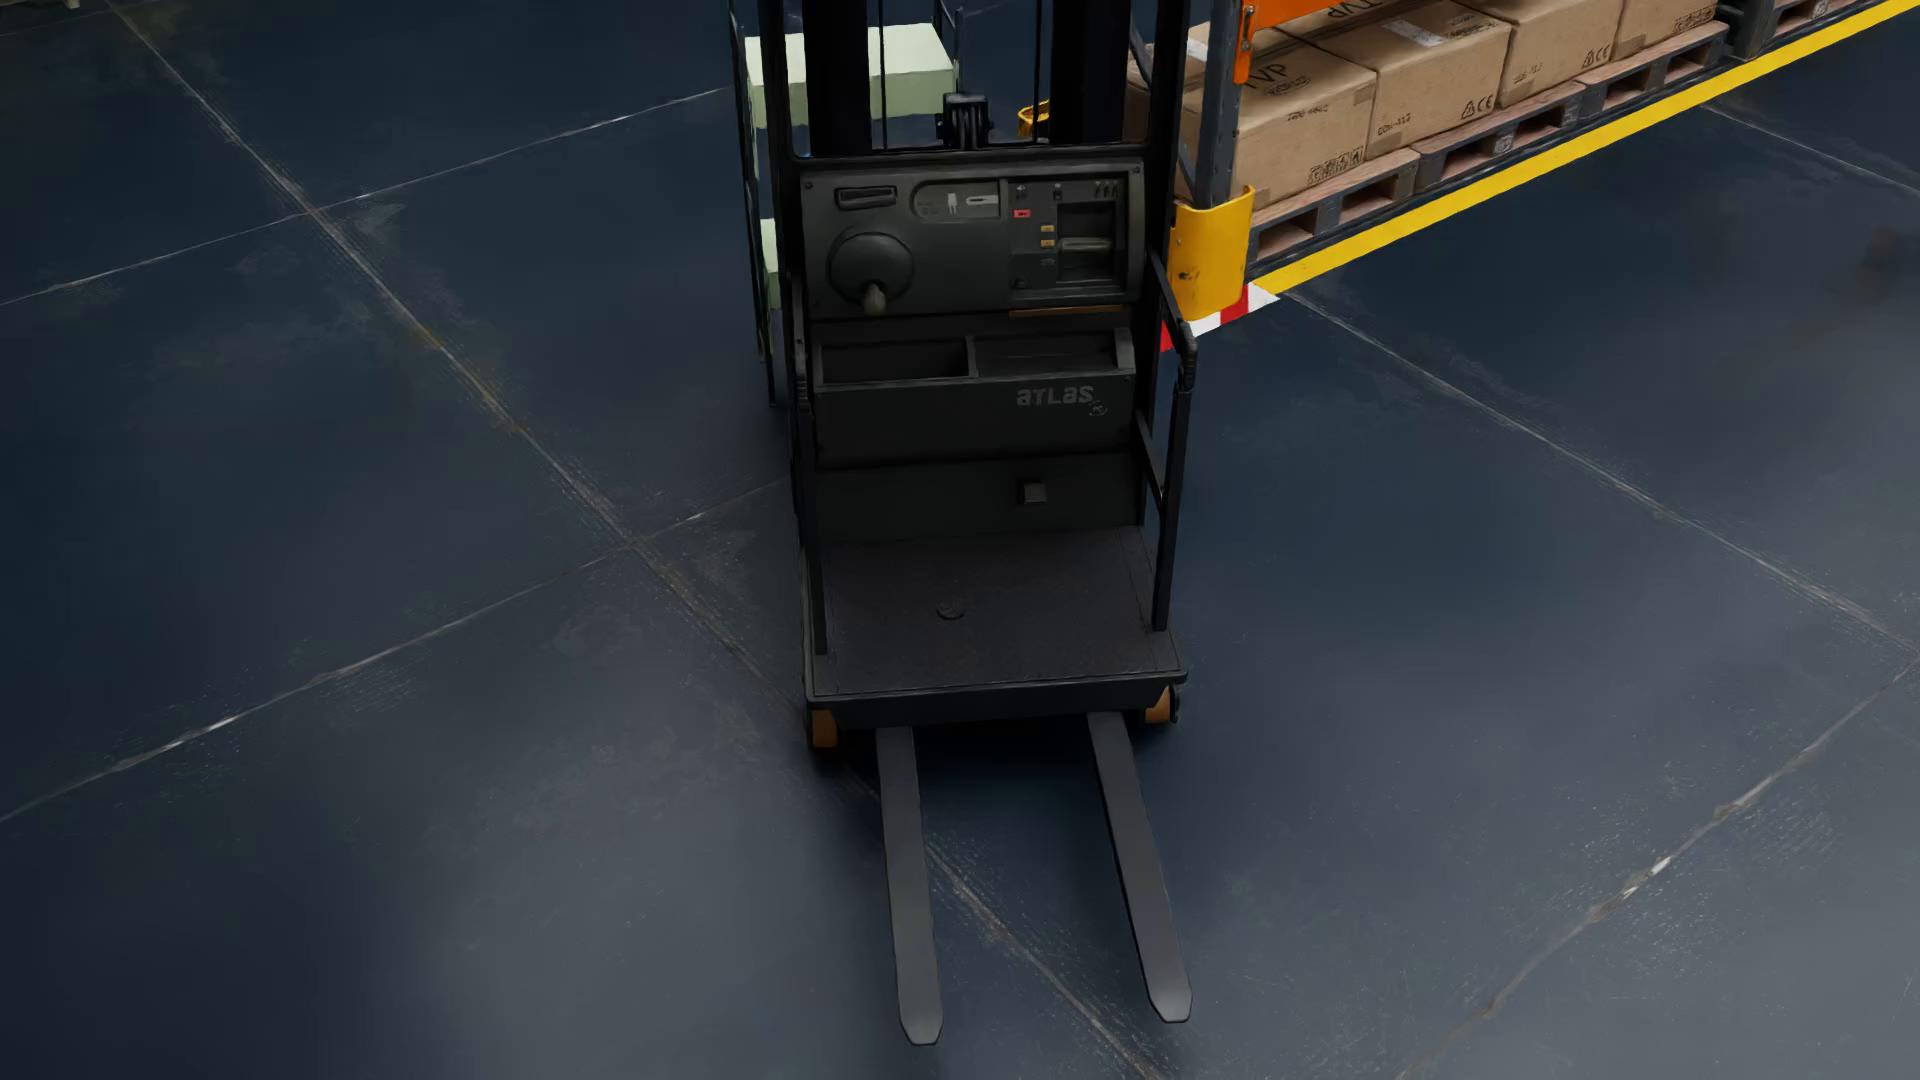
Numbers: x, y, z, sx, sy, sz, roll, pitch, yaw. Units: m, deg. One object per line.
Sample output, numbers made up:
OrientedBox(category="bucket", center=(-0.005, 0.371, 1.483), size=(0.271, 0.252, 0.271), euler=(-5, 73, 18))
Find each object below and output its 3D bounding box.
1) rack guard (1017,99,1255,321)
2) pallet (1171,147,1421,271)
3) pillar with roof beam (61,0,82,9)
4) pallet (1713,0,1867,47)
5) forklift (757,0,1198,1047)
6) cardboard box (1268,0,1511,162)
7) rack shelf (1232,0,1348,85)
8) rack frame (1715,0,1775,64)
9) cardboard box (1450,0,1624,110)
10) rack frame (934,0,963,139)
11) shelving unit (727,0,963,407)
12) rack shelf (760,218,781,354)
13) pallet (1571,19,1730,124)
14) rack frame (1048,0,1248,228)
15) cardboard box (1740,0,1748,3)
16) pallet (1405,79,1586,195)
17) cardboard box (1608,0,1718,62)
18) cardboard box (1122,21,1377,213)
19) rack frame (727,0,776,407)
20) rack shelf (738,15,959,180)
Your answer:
OrientedBox(category="rack guard", center=(0.717, -1.439, 7.109), size=(0.348, 0.500, 1.175), euler=(-26, 46, -28))
OrientedBox(category="pallet", center=(1.323, -1.684, 7.637), size=(1.213, 0.211, 1.003), euler=(-26, 46, -28))
OrientedBox(category="pillar with roof beam", center=(-2.355, -4.475, 4.110), size=(0.400, 9.000, 9.100), euler=(-26, 46, -28))
OrientedBox(category="pallet", center=(4.474, -3.218, 9.506), size=(1.213, 0.211, 1.003), euler=(-26, 46, -28))
OrientedBox(category="forklift", center=(0.063, -0.740, 4.341), size=(1.130, 2.935, 3.031), euler=(-4, 40, -5))
OrientedBox(category="cardboard box", center=(1.919, -2.249, 7.816), size=(0.875, 0.438, 0.875), euler=(-25, 45, -27))
OrientedBox(category="rack shelf", center=(2.322, -2.909, 7.498), size=(4.000, 0.370, 1.077), euler=(-26, 46, -28))
OrientedBox(category="rack frame", center=(3.908, -3.960, 8.212), size=(0.127, 3.000, 1.000), euler=(-26, 46, -28))
OrientedBox(category="cardboard box", center=(2.635, -2.597, 8.240), size=(0.875, 0.438, 0.875), euler=(-27, 47, -29))
OrientedBox(category="rack frame", center=(-0.040, -1.311, 6.165), size=(0.023, 1.500, 0.400), euler=(-8, 40, -9))
OrientedBox(category="shelving unit", center=(-0.399, -1.263, 6.107), size=(0.755, 1.500, 0.431), euler=(-8, 40, -9))
OrientedBox(category="rack shelf", center=(-0.399, -1.011, 6.314), size=(0.720, 0.370, 0.431), euler=(-8, 40, -9))
OrientedBox(category="pallet", center=(3.257, -2.627, 8.787), size=(1.213, 0.211, 1.003), euler=(-26, 46, -28))
OrientedBox(category="rack frame", center=(0.736, -2.414, 6.328), size=(0.127, 3.000, 1.000), euler=(-26, 46, -28))
OrientedBox(category="cardboard box", center=(4.351, -3.581, 9.094), size=(0.875, 0.875, 0.875), euler=(-25, 45, -27))
OrientedBox(category="pallet", center=(2.289, -2.153, 8.209), size=(1.213, 0.211, 1.003), euler=(-26, 46, -28))
OrientedBox(category="cardboard box", center=(3.345, -2.943, 8.662), size=(0.875, 0.438, 0.875), euler=(-27, 46, -29))
OrientedBox(category="cardboard box", center=(1.199, -1.891, 7.380), size=(0.875, 0.438, 0.875), euler=(-28, 47, -29))
OrientedBox(category="rack frame", center=(-0.757, -1.215, 6.049), size=(0.023, 1.500, 0.400), euler=(-8, 40, -9))
OrientedBox(category="rack shelf", center=(-0.399, -1.565, 5.859), size=(0.720, 0.370, 0.431), euler=(-8, 40, -9))
